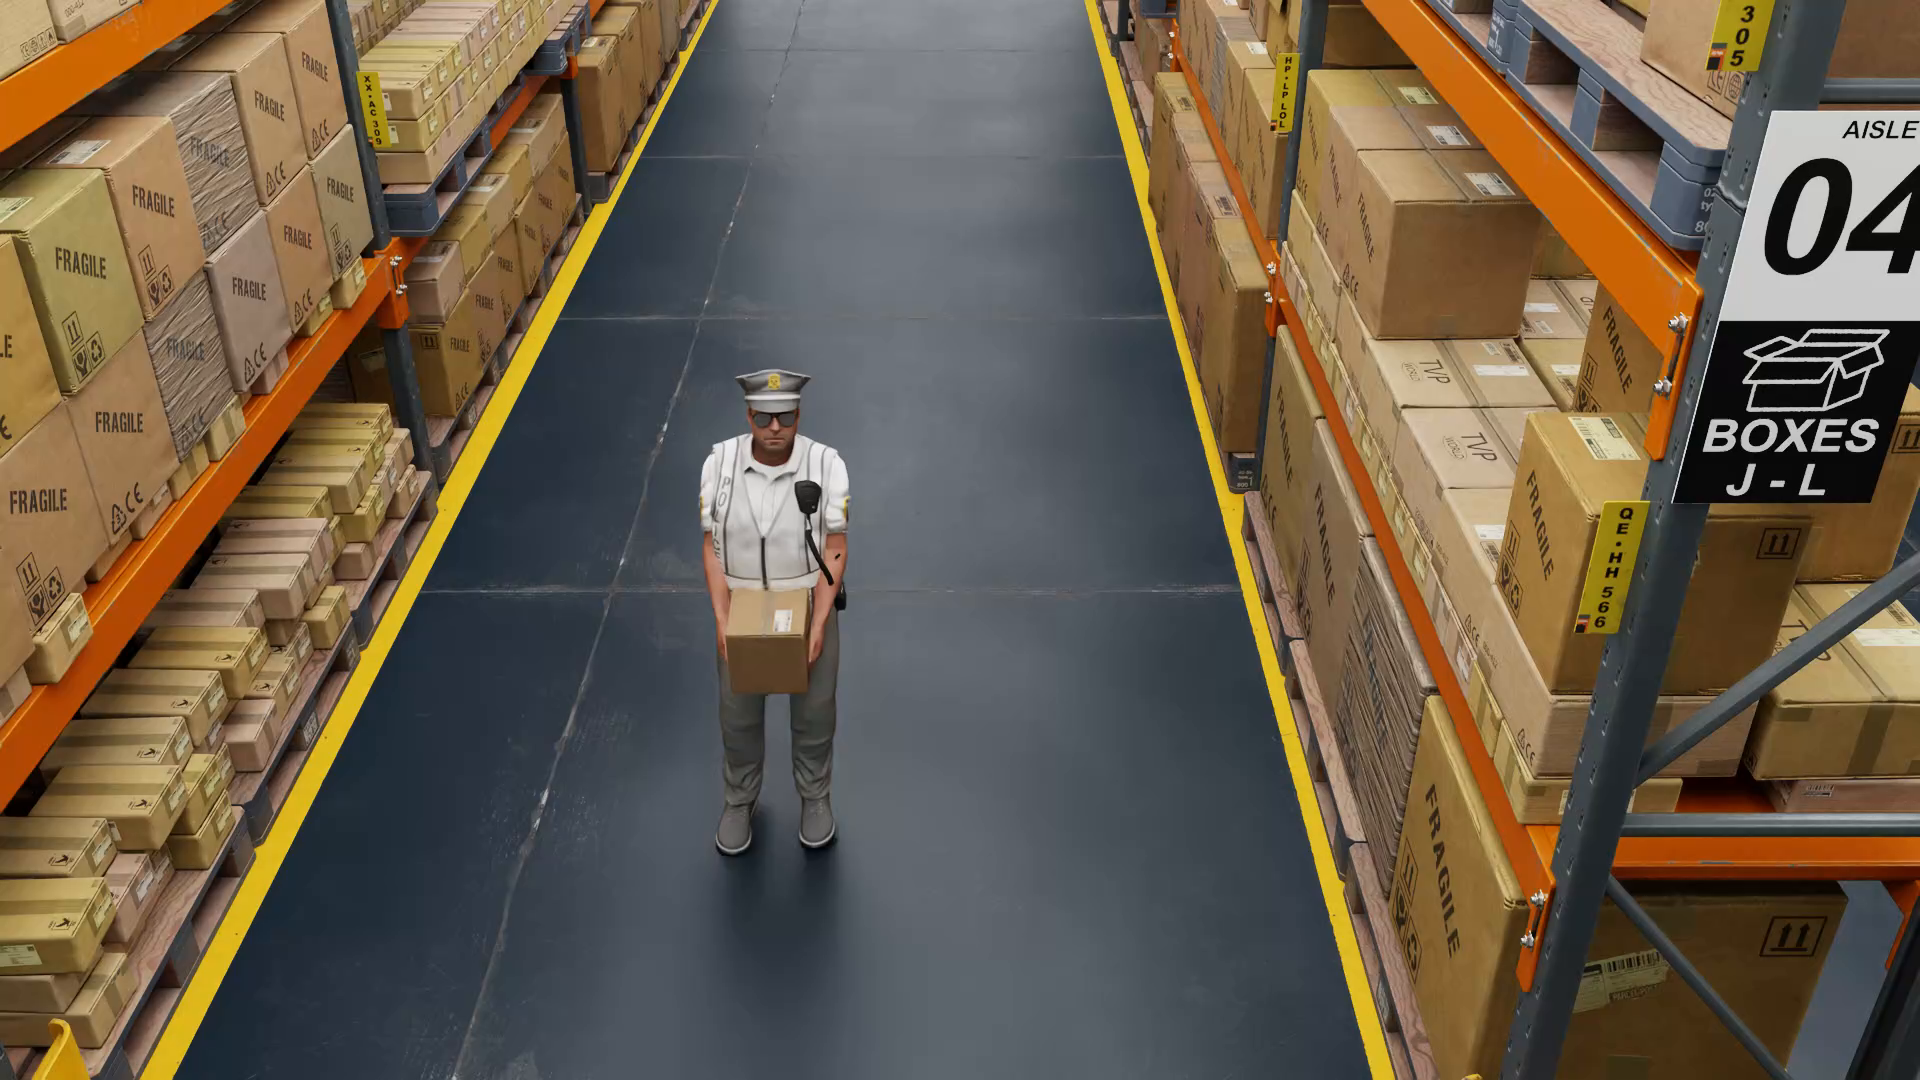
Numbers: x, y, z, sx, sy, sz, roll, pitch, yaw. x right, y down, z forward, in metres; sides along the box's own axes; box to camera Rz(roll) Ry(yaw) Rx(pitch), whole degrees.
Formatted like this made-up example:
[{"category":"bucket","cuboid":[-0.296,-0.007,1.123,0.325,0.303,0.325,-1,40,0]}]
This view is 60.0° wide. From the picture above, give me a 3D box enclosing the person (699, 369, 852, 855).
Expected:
[{"category":"person","cuboid":[-0.622,0.267,5.655,0.524,1.784,0.546,0,31,0]}]
